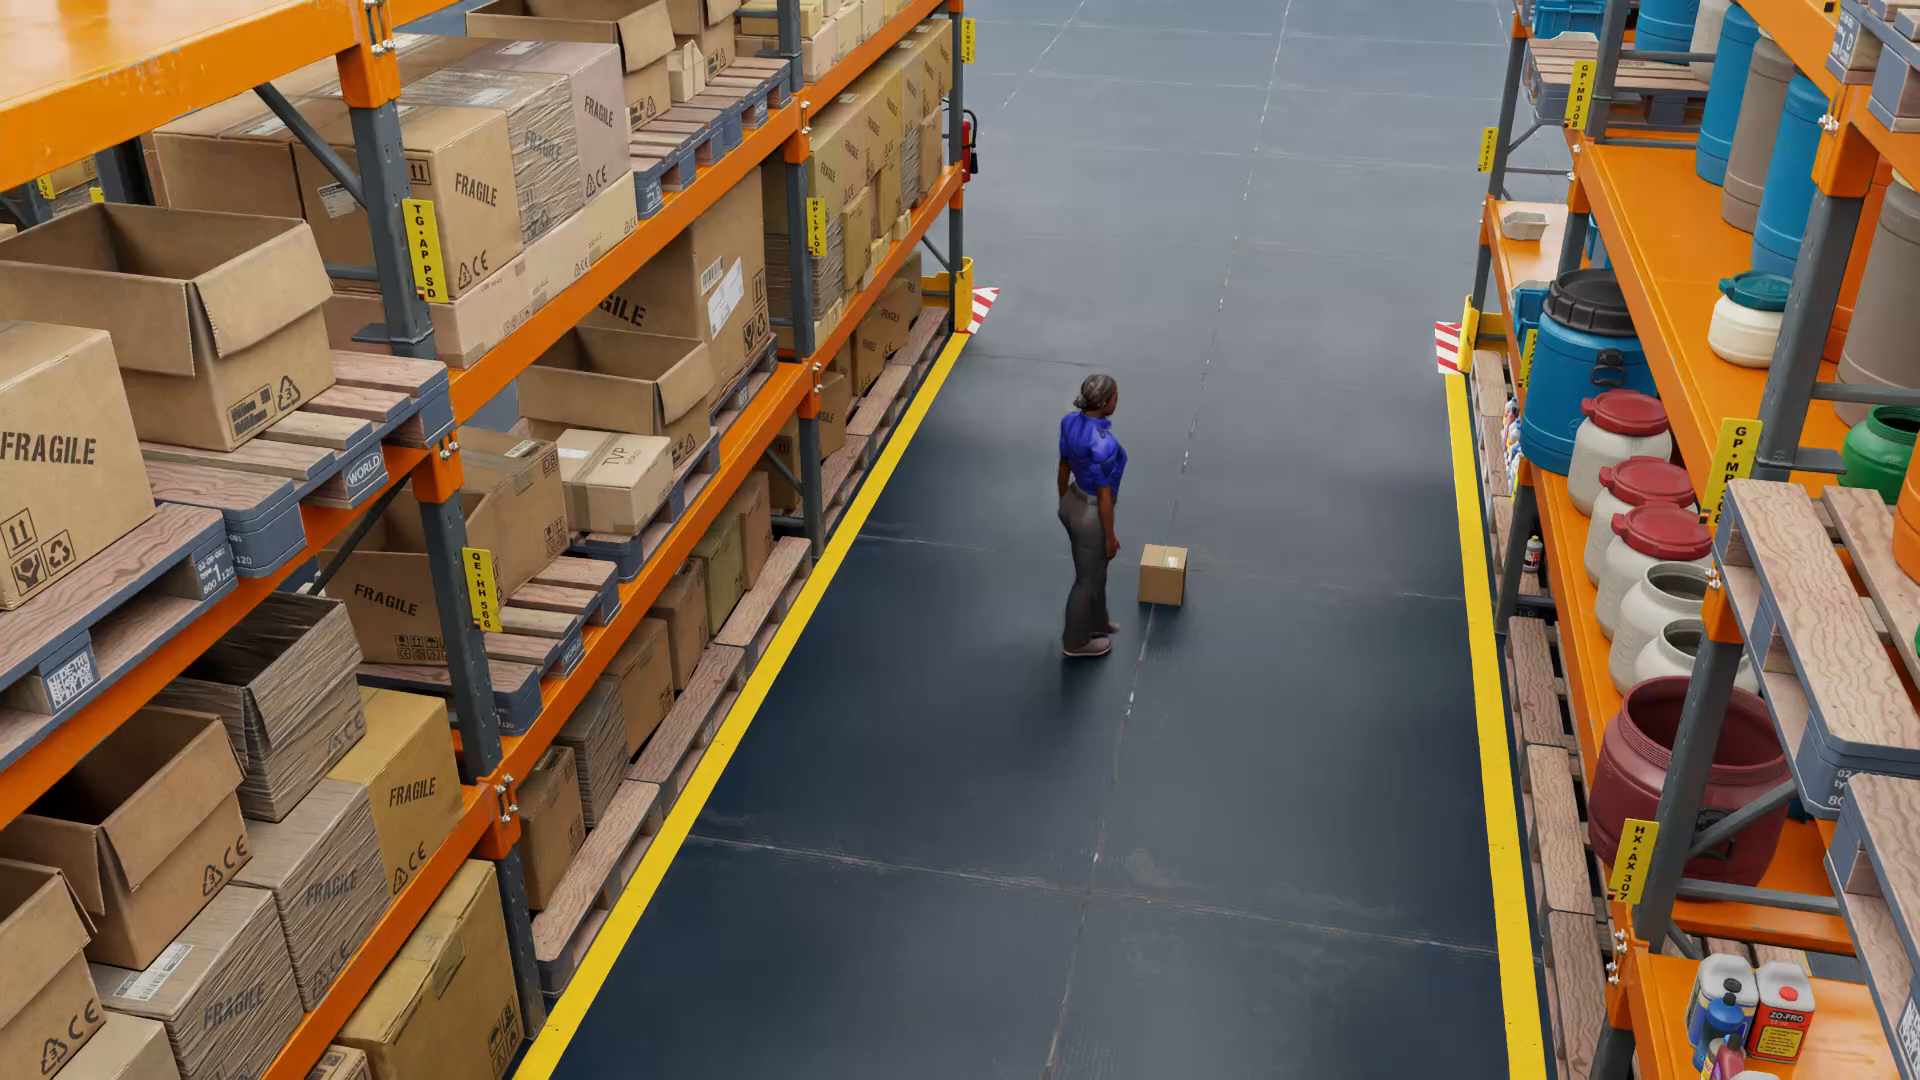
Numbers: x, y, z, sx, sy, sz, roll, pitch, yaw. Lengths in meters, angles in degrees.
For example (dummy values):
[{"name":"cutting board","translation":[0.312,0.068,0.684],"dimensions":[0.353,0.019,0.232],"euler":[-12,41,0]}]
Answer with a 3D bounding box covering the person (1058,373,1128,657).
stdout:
[{"name":"person","translation":[0.770,-0.108,8.834],"dimensions":[0.469,1.711,0.464],"euler":[-11,31,-18]}]
